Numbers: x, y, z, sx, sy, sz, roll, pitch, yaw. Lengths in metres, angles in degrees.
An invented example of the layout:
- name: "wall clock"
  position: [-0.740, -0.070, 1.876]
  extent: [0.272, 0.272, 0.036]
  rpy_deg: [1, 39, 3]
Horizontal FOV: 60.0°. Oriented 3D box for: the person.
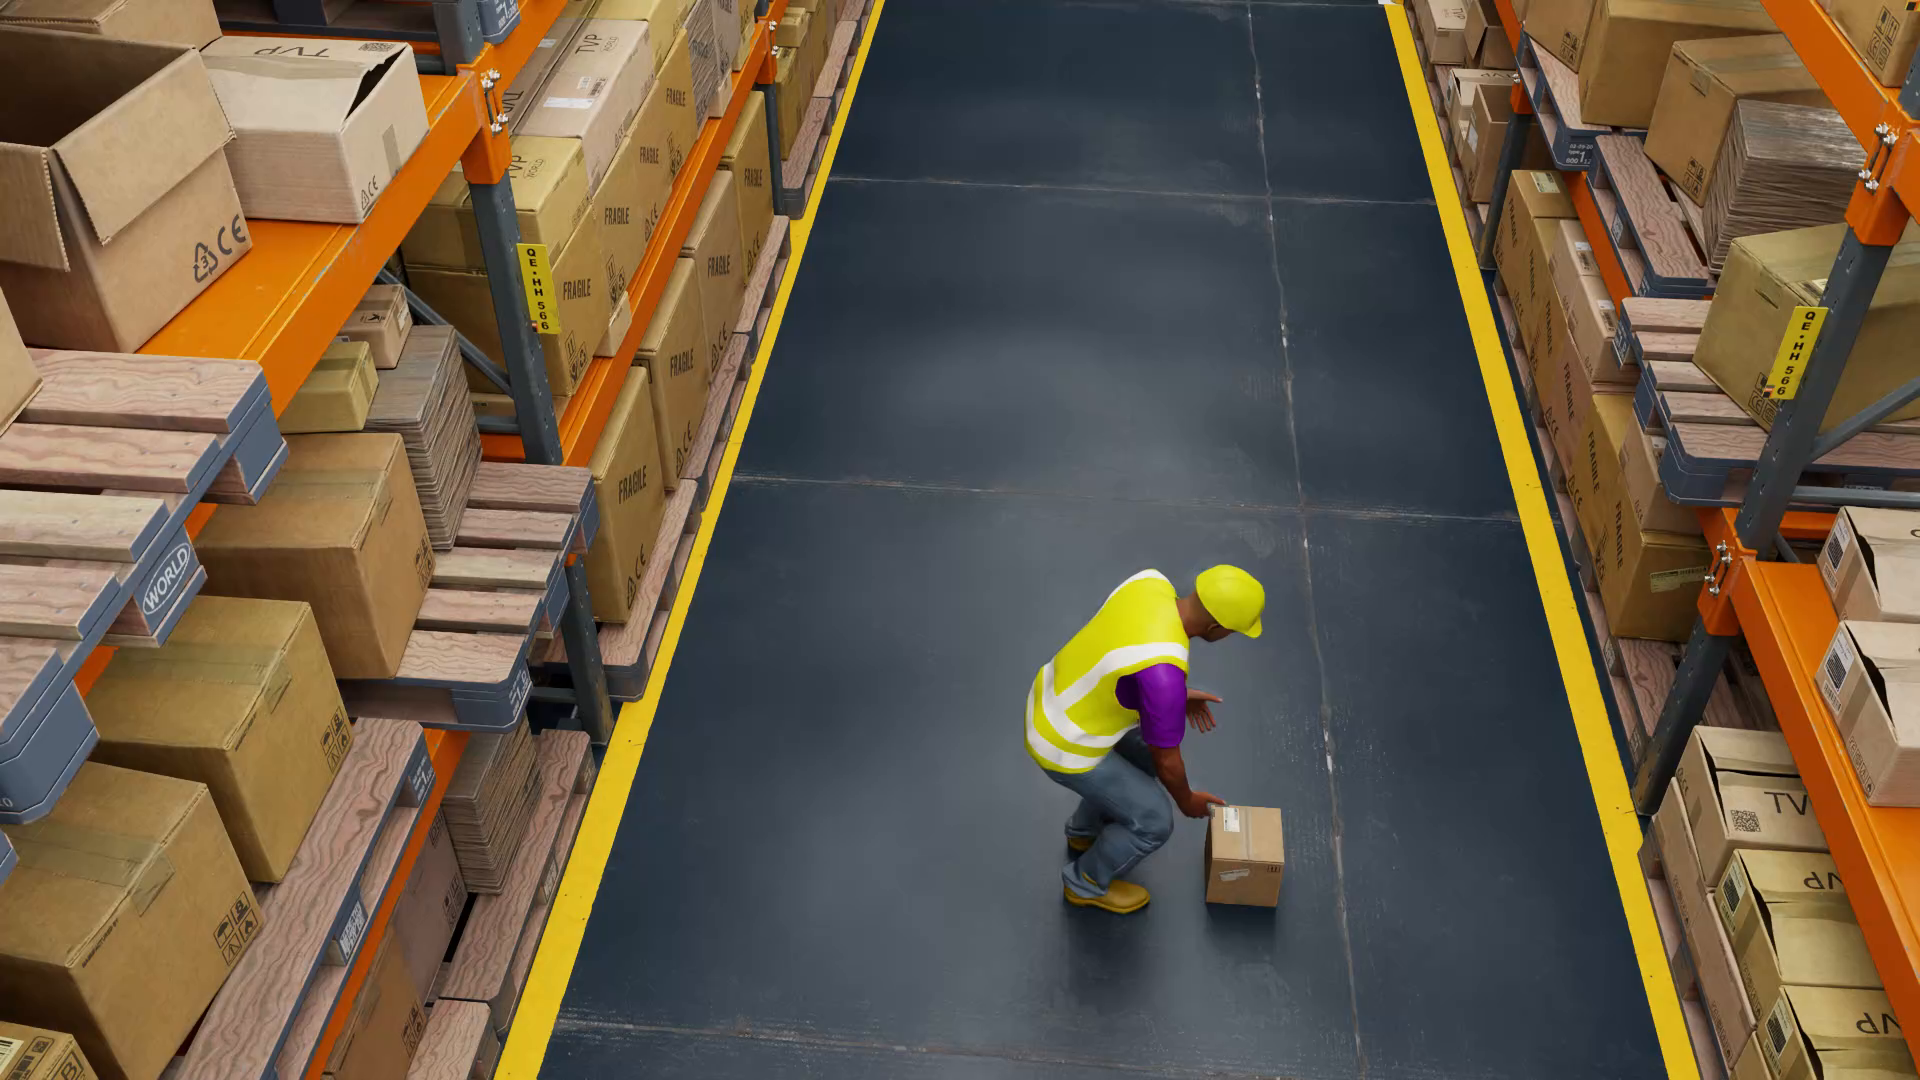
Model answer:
- name: "person"
  position: [0.592, 0.634, 5.642]
  extent: [0.747, 1.428, 0.631]
  rpy_deg: [3, 40, 4]
